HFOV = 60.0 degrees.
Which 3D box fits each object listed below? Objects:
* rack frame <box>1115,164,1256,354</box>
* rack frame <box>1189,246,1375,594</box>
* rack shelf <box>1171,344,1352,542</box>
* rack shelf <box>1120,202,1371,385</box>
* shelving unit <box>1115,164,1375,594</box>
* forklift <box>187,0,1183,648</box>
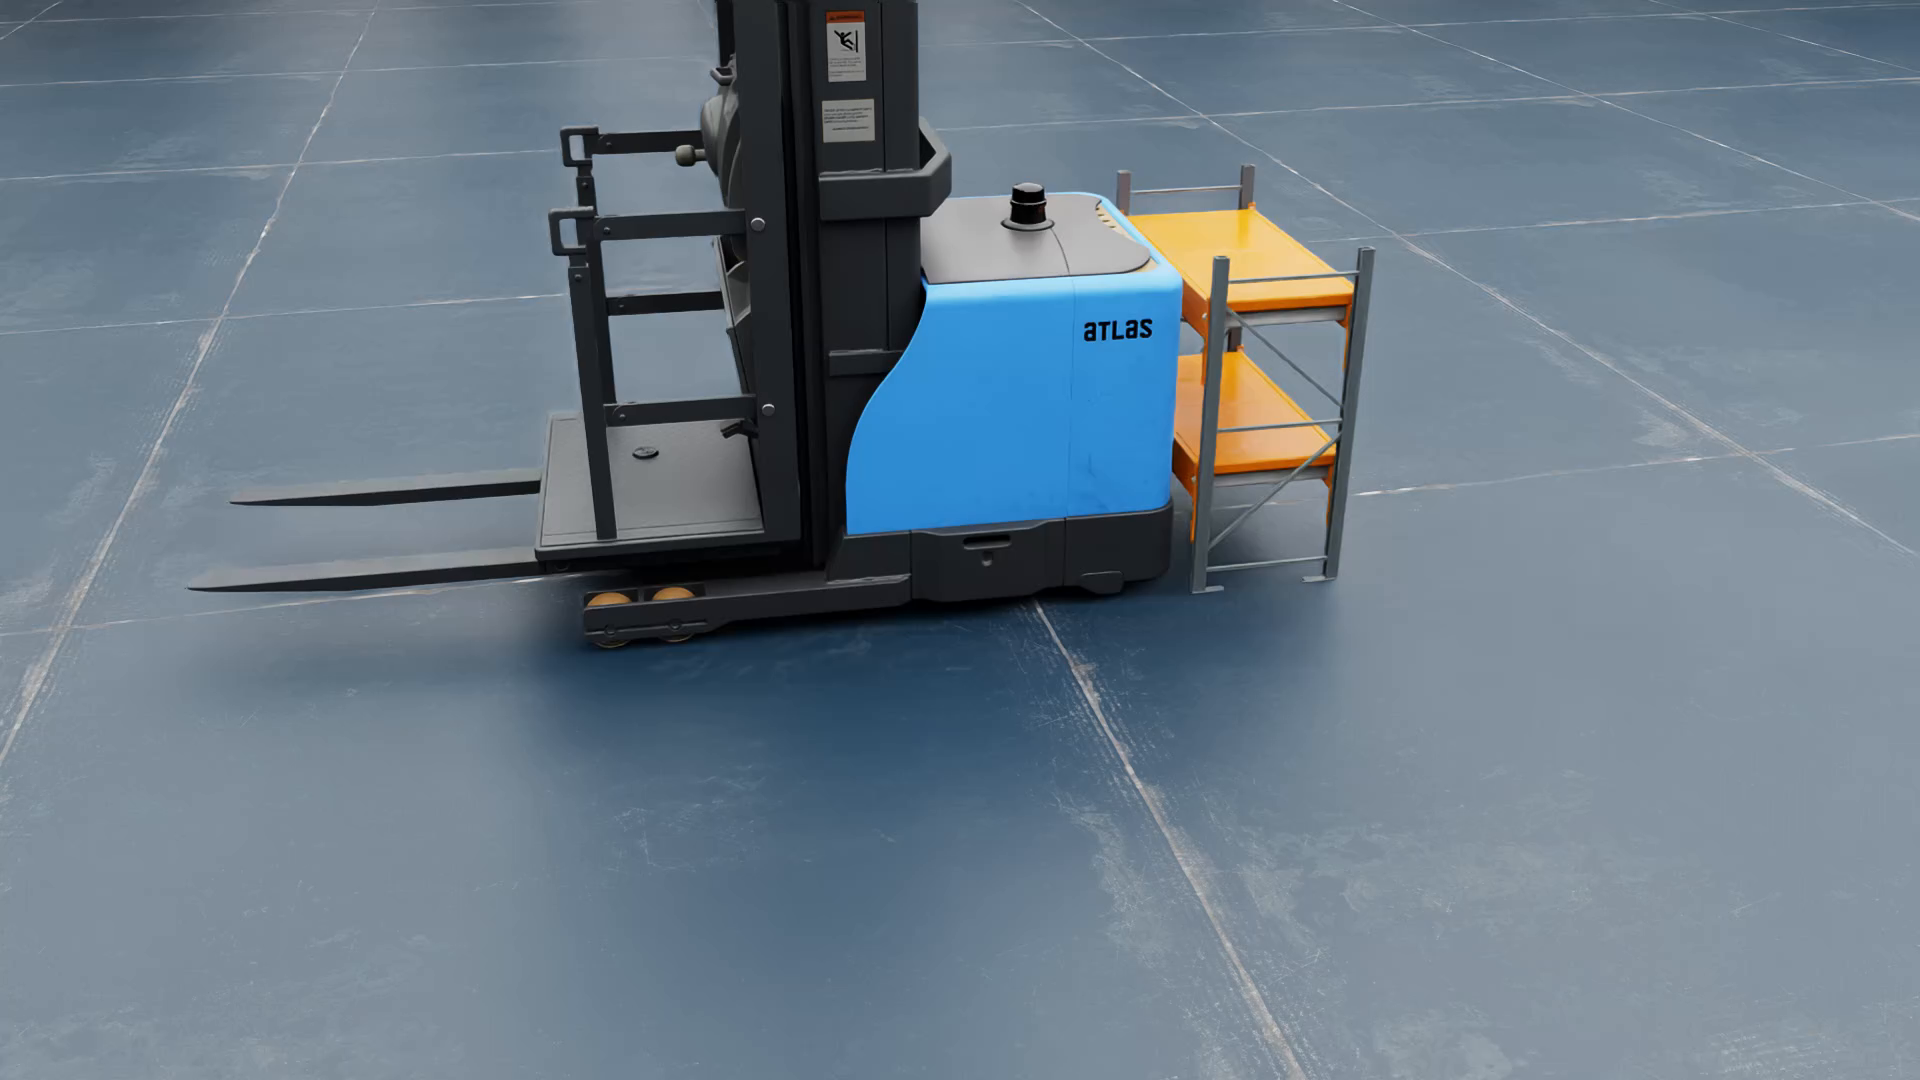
[{"bbox_3d":[0.796,-0.803,6.093,0.500,1.125,0.032,-5,27,-10],"label":"rack frame"},{"bbox_3d":[0.997,-0.354,5.204,0.500,1.125,0.032,-5,27,-10],"label":"rack frame"},{"bbox_3d":[0.897,-0.361,5.759,0.538,0.278,1.000,-5,27,-10],"label":"rack shelf"},{"bbox_3d":[0.897,-0.840,5.517,0.538,0.278,1.000,-5,27,-10],"label":"rack shelf"},{"bbox_3d":[0.897,-0.579,5.649,0.538,1.125,1.048,-5,27,-10],"label":"shelving unit"},{"bbox_3d":[-0.883,-1.236,4.946,3.031,2.935,1.130,-5,27,-9],"label":"forklift"}]
